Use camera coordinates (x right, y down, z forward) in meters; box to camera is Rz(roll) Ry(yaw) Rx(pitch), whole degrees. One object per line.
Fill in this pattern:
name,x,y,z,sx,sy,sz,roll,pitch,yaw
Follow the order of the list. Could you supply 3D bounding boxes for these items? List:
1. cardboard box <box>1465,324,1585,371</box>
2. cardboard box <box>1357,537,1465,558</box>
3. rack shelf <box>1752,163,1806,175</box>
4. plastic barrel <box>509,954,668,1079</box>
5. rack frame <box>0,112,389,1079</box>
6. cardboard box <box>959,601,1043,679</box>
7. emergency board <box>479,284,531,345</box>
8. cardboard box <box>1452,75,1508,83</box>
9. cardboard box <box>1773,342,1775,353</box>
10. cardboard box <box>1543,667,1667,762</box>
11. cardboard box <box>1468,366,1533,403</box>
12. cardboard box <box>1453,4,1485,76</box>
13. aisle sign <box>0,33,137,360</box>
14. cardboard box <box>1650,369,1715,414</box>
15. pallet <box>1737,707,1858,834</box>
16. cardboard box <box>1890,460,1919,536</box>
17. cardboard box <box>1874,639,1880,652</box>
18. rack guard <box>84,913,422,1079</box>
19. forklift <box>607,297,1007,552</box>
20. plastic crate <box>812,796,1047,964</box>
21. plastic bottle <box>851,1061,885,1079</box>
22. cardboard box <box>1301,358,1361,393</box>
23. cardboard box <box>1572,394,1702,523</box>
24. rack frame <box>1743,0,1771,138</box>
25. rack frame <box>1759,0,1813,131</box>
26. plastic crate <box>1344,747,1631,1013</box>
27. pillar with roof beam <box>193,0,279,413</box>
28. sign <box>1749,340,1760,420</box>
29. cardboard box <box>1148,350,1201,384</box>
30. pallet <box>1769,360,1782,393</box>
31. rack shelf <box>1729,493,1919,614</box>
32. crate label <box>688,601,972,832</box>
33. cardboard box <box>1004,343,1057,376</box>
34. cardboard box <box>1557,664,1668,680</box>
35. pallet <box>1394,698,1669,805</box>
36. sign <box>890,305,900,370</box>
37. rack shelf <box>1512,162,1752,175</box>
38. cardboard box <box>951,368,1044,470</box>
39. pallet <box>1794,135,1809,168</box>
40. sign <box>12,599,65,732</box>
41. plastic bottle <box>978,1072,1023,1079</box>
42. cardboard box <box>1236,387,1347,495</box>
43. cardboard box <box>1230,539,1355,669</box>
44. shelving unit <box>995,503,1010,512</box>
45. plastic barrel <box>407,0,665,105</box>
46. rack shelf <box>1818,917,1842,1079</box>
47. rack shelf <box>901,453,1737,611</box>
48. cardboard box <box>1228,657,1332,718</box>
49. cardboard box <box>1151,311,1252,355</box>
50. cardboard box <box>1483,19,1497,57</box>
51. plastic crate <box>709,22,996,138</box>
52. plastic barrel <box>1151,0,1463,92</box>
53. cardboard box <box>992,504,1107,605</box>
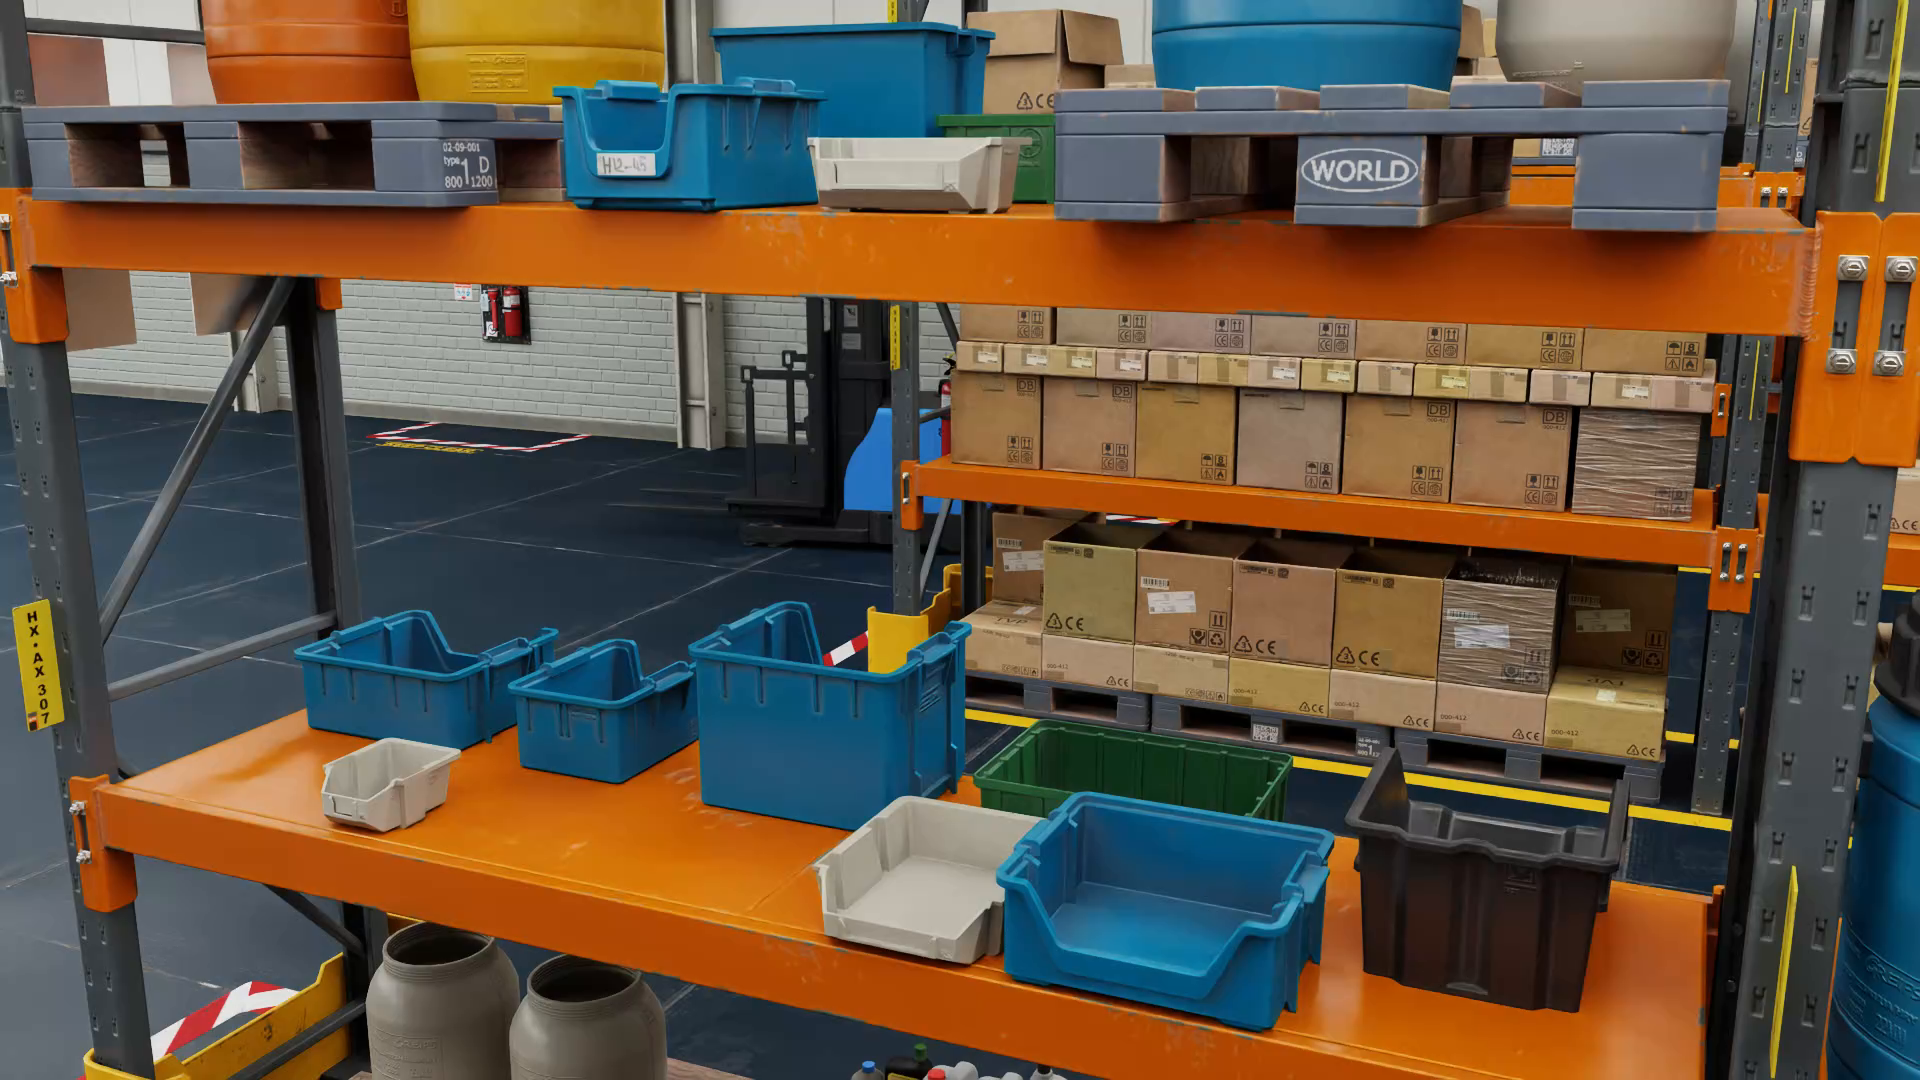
cardboard box,2.683,-1.091,7.781,0.500,0.500,0.700,6,14,23
cardboard box,2.342,0.243,8.610,0.500,0.500,0.500,6,14,23
rack shelf,7.386,-2.285,10.935,4.000,0.370,1.077,6,14,23
plastic barrel,-1.022,1.437,4.590,0.421,0.512,0.421,0,13,0
rack frame,-2.113,0.339,4.743,0.127,3.000,1.000,6,14,23
cardboard box,0.297,0.535,9.007,0.500,0.250,0.500,6,14,23
emergency board,-4.840,-2.638,17.430,0.643,1.169,0.194,6,14,23
cardboard box,2.340,-1.990,7.428,0.250,0.149,0.380,6,14,23
cardboard box,6.009,-1.569,11.691,0.500,0.500,0.700,6,14,23
cardboard box,3.042,0.812,7.828,0.500,0.250,0.500,6,14,23
cardboard box,2.512,-0.741,7.707,0.250,0.149,0.380,6,14,23
cardboard box,2.099,-2.287,7.917,0.637,0.503,0.797,8,15,29
aisle sign,-2.297,-0.872,4.214,0.004,0.787,0.394,6,14,23
cardboard box,3.219,-0.670,7.404,0.250,0.149,0.380,6,14,23
pallet,4.243,1.093,7.636,1.213,0.211,1.003,6,14,23
cardboard box,4.022,-0.215,7.435,0.500,0.250,0.500,7,15,27
cardboard box,4.040,0.514,7.871,0.500,0.311,0.500,6,14,23
rack guard,-2.024,1.553,5.040,0.348,0.500,1.175,6,14,23
forklift,-1.199,-1.488,12.679,3.031,2.935,1.130,3,13,12
plastic crate,-0.043,0.740,3.611,0.437,0.136,0.530,6,14,23
plastic bottle,-0.256,1.566,4.678,0.097,0.201,0.097,0,13,0
cardboard box,1.814,-0.812,8.008,0.250,0.149,0.380,6,15,25
cardboard box,3.146,-0.413,7.731,0.500,0.500,0.700,5,14,22
rack frame,5.557,-4.281,11.299,0.127,3.000,1.000,6,14,23
rack frame,3.554,-3.246,6.888,0.127,3.000,1.000,6,14,23
plastic crate,1.117,0.665,3.492,0.504,0.338,0.767,6,14,23
pillar with roof beam,-9.825,-4.978,14.270,0.400,9.000,9.100,6,14,23
sign,3.331,-0.669,6.971,0.005,0.325,0.100,6,14,23
cardboard box,1.113,-0.883,8.313,0.250,0.149,0.380,5,14,21
pallet,6.197,-1.165,11.575,1.213,0.211,1.003,6,14,23
rack shelf,5.383,0.210,6.867,4.000,0.370,1.077,6,14,23
crate label,-0.321,0.436,4.254,0.616,0.435,0.502,6,14,23
cardboard box,0.411,-0.954,8.617,0.250,0.149,0.380,5,14,22
cardboard box,3.253,0.703,8.292,0.500,0.250,0.500,6,14,23
pallet,2.844,0.950,8.243,1.213,0.211,1.003,6,14,23
sign,-0.333,-1.040,8.551,0.005,0.325,0.100,6,14,23
rack shelf,3.728,-2.655,12.512,4.000,0.370,1.077,6,14,23
cardboard box,0.318,-0.698,8.944,0.500,0.500,0.700,6,14,23
pallet,6.078,-2.649,11.325,1.003,0.211,1.213,6,14,23
sign,-2.340,0.319,4.223,0.005,0.325,0.100,6,14,23
plastic bottle,0.090,1.571,4.491,0.135,0.276,0.152,5,14,22
cardboard box,1.735,-0.555,8.336,0.500,0.500,0.700,6,15,25
cardboard box,1.667,0.310,8.328,0.500,0.500,0.500,6,14,23
shelving unit,0.378,-0.568,12.550,0.189,1.200,0.258,3,13,12
plastic barrel,-1.019,-1.338,3.994,0.600,0.588,0.600,0,13,0
rack shelf,3.373,1.245,2.459,4.000,0.370,1.077,6,14,23
rack shelf,1.725,-0.160,8.444,4.000,0.370,1.077,6,14,23
cardboard box,1.668,0.674,8.414,0.500,0.250,0.500,6,14,23
cardboard box,1.311,-1.231,8.374,0.500,0.500,0.700,6,14,23
cardboard box,4.002,-3.450,11.873,0.500,0.500,0.500,5,14,21
plastic crate,-0.247,-1.000,3.918,0.575,0.384,0.392,6,14,23
plastic barrel,0.678,-1.314,3.206,0.708,0.901,0.600,6,14,23
cardboard box,0.508,0.062,9.385,0.500,0.500,0.500,6,14,23
